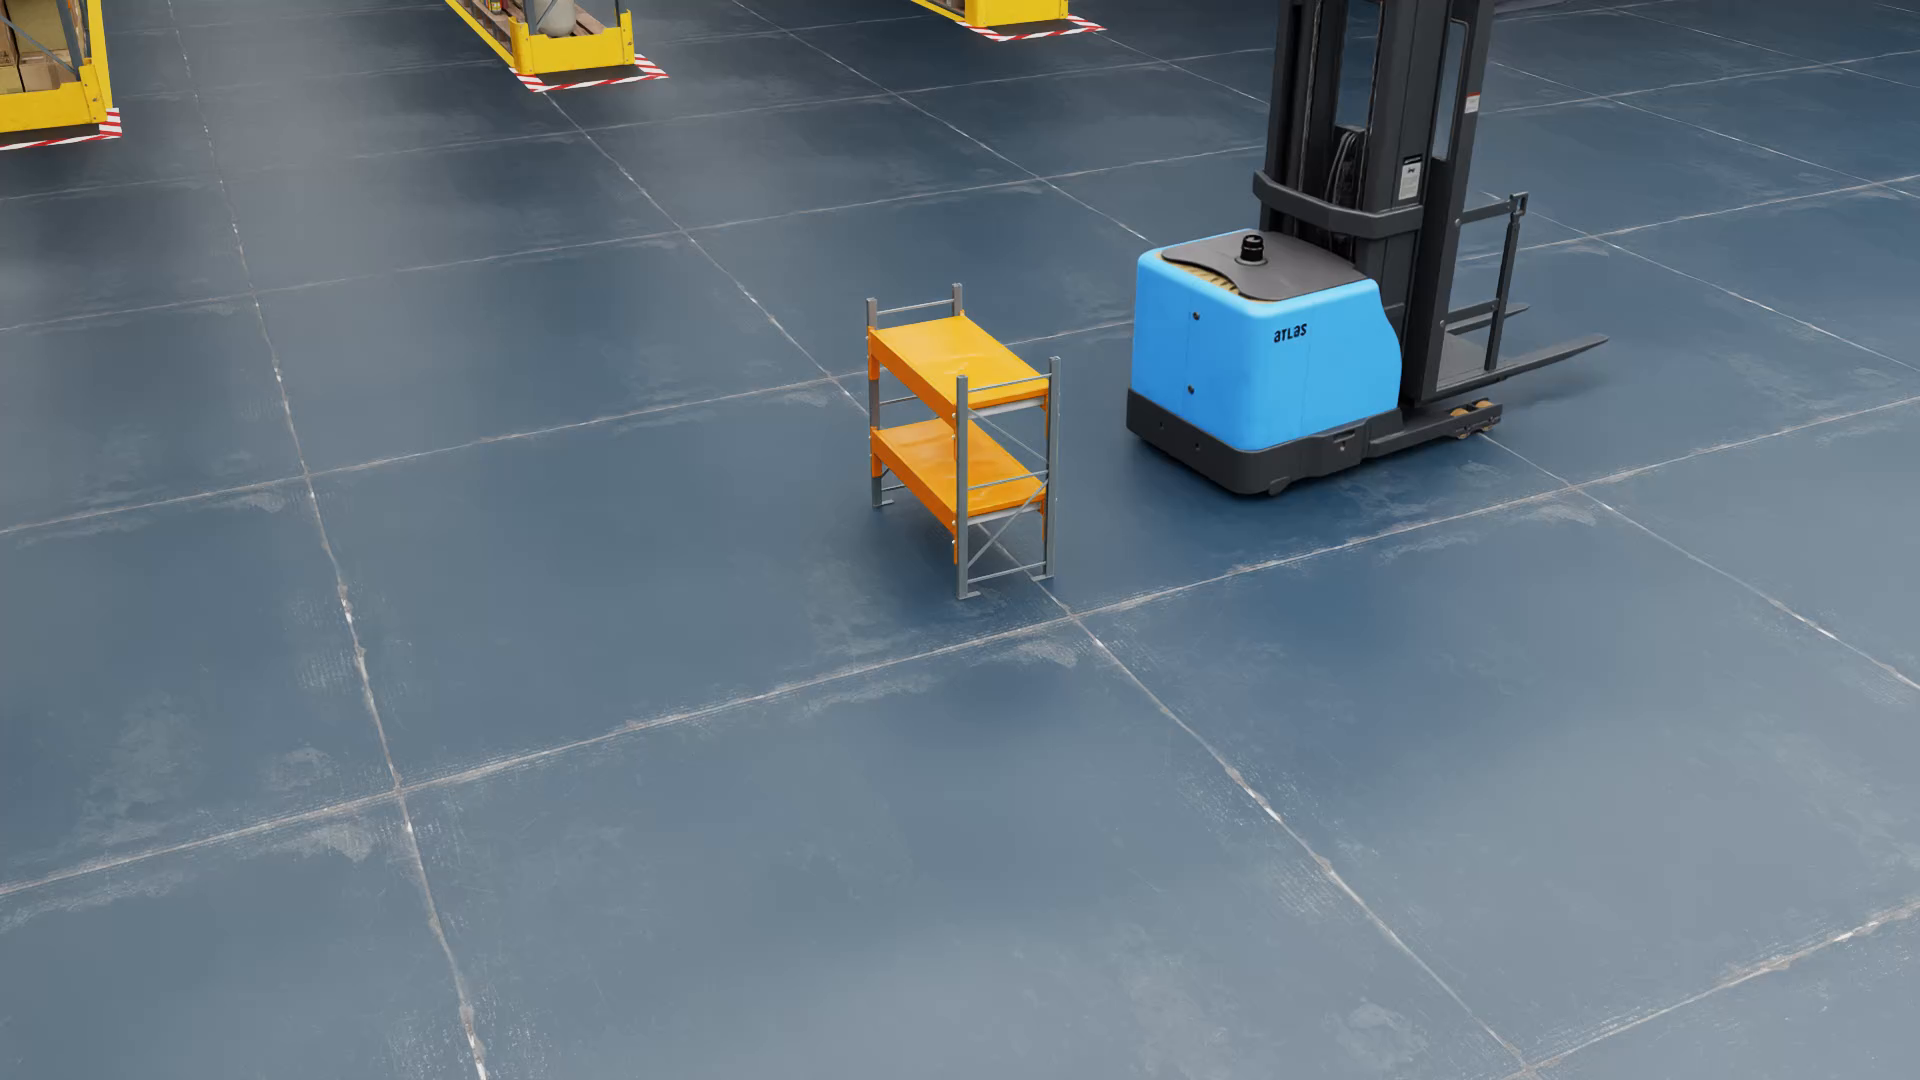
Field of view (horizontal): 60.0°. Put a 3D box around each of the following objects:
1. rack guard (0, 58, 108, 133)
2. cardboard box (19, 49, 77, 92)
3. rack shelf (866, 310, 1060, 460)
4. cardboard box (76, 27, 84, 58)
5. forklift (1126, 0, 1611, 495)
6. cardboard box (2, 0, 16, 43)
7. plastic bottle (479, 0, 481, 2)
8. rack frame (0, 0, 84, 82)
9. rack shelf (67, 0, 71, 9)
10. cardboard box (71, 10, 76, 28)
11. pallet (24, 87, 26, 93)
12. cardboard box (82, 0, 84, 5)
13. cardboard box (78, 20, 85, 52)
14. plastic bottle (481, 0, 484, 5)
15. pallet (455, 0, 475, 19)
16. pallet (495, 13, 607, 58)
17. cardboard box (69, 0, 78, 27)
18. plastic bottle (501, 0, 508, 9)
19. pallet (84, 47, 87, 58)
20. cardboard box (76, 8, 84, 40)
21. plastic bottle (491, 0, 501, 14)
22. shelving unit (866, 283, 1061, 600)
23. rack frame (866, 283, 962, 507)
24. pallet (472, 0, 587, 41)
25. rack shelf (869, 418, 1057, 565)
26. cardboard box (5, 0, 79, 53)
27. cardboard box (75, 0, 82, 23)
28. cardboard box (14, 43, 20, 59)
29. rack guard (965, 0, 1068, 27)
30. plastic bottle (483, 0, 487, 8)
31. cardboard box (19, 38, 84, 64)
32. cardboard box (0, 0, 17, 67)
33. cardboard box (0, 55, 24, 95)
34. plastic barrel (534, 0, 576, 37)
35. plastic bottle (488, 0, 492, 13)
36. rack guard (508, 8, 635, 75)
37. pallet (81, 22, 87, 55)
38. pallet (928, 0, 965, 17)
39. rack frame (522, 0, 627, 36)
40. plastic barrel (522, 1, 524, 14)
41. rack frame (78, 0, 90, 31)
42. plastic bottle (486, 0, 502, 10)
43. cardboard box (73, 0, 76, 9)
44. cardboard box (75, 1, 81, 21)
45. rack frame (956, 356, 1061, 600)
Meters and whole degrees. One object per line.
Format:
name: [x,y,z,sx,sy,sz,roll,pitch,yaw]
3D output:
rack guard: [-8.271,-3.934,14.755,1.175,0.500,0.348,-13,32,-22]
cardboard box: [-8.311,-4.303,15.238,0.500,0.250,0.500,-13,32,-22]
rack shelf: [-0.003,-0.749,7.837,0.538,0.278,1.000,-13,32,-22]
cardboard box: [-8.743,-4.744,16.025,0.500,0.250,0.500,-13,32,-22]
forklift: [2.441,-2.042,8.894,3.031,2.935,1.130,-17,34,-28]
cardboard box: [-9.223,-4.959,15.642,0.500,0.500,0.500,-13,32,-22]
plastic bottle: [-5.288,-6.162,18.431,0.144,0.351,0.185,-13,32,-22]
rack frame: [-8.282,-5.035,14.163,1.000,3.000,0.127,-13,32,-22]
rack shelf: [-9.140,-5.605,15.914,1.077,0.370,4.000,-13,32,-22]
cardboard box: [-8.754,-5.068,15.837,0.500,0.500,0.500,-13,32,-22]
pallet: [-8.648,-4.148,15.432,1.003,0.211,1.213,-13,32,-22]
cardboard box: [-9.948,-6.016,18.294,0.500,0.250,0.500,-14,32,-23]
cardboard box: [-8.953,-4.966,16.421,0.500,0.250,0.500,-13,32,-22]
plastic bottle: [-5.208,-6.080,18.285,0.144,0.351,0.185,-12,31,-20]
pallet: [-5.273,-6.319,19.303,1.003,0.211,1.213,-13,32,-22]
pallet: [-4.225,-5.241,17.381,1.003,0.211,1.213,-13,32,-22]
cardboard box: [-8.952,-5.293,16.238,0.500,0.500,0.500,-13,32,-22]
plastic bottle: [-4.978,-5.940,18.103,0.061,0.283,0.133,-13,32,-22]
pallet: [-9.168,-4.686,16.391,1.003,0.211,1.213,-13,32,-22]
cardboard box: [-9.169,-5.186,16.814,0.500,0.250,0.500,-13,32,-22]
plastic bottle: [-4.991,-5.764,17.874,0.097,0.201,0.097,0,29,0]
shelving unit: [-0.003,-0.494,7.980,0.538,1.125,1.048,-13,32,-22]
rack frame: [-0.221,-0.718,8.381,0.500,1.125,0.032,-13,32,-22]
pallet: [-4.745,-5.779,18.341,1.003,0.211,1.213,-13,32,-22]
rack shelf: [-0.003,-0.280,8.100,0.538,0.278,1.000,-13,32,-22]
cardboard box: [-8.527,-4.850,15.448,0.500,0.500,0.500,-13,32,-22]
cardboard box: [-9.602,-5.627,17.600,0.500,0.250,0.500,-13,32,-22]
cardboard box: [-9.004,-4.412,15.434,0.500,0.250,0.500,-13,32,-22]
rack guard: [0.634,-6.057,18.540,1.175,0.500,0.348,-13,32,-22]
plastic bottle: [-5.134,-5.975,18.174,0.152,0.276,0.135,-14,32,-23]
cardboard box: [-8.529,-4.523,15.631,0.500,0.250,0.500,-13,32,-22]
cardboard box: [-8.781,-4.521,14.860,0.500,0.500,0.500,-13,32,-22]
cardboard box: [-8.779,-4.194,15.044,0.500,0.250,0.500,-13,32,-22]
plastic barrel: [-4.158,-5.446,17.010,0.421,0.512,0.421,0,29,0]
plastic bottle: [-5.057,-5.848,17.939,0.061,0.283,0.133,-12,32,-21]
rack guard: [-3.881,-5.007,16.668,1.175,0.500,0.348,-13,32,-22]
pallet: [-9.695,-5.226,17.354,1.003,0.211,1.213,-13,32,-22]
pallet: [0.318,-6.297,19.264,1.003,0.211,1.213,-13,32,-22]
rack frame: [-3.806,-6.074,16.015,1.000,3.000,0.127,-13,32,-22]
plastic barrel: [-4.373,-5.668,17.405,0.421,0.512,0.421,0,29,0]
rack frame: [-9.999,-6.802,17.314,1.000,3.000,0.127,-13,32,-22]
plastic bottle: [-5.074,-5.914,18.065,0.152,0.276,0.135,-13,32,-22]
cardboard box: [-9.180,-5.511,16.626,0.500,0.500,0.500,-13,32,-22]
cardboard box: [-9.397,-5.404,17.203,0.500,0.250,0.500,-13,32,-22]
rack frame: [0.215,-0.269,7.580,0.500,1.125,0.032,-13,32,-22]
